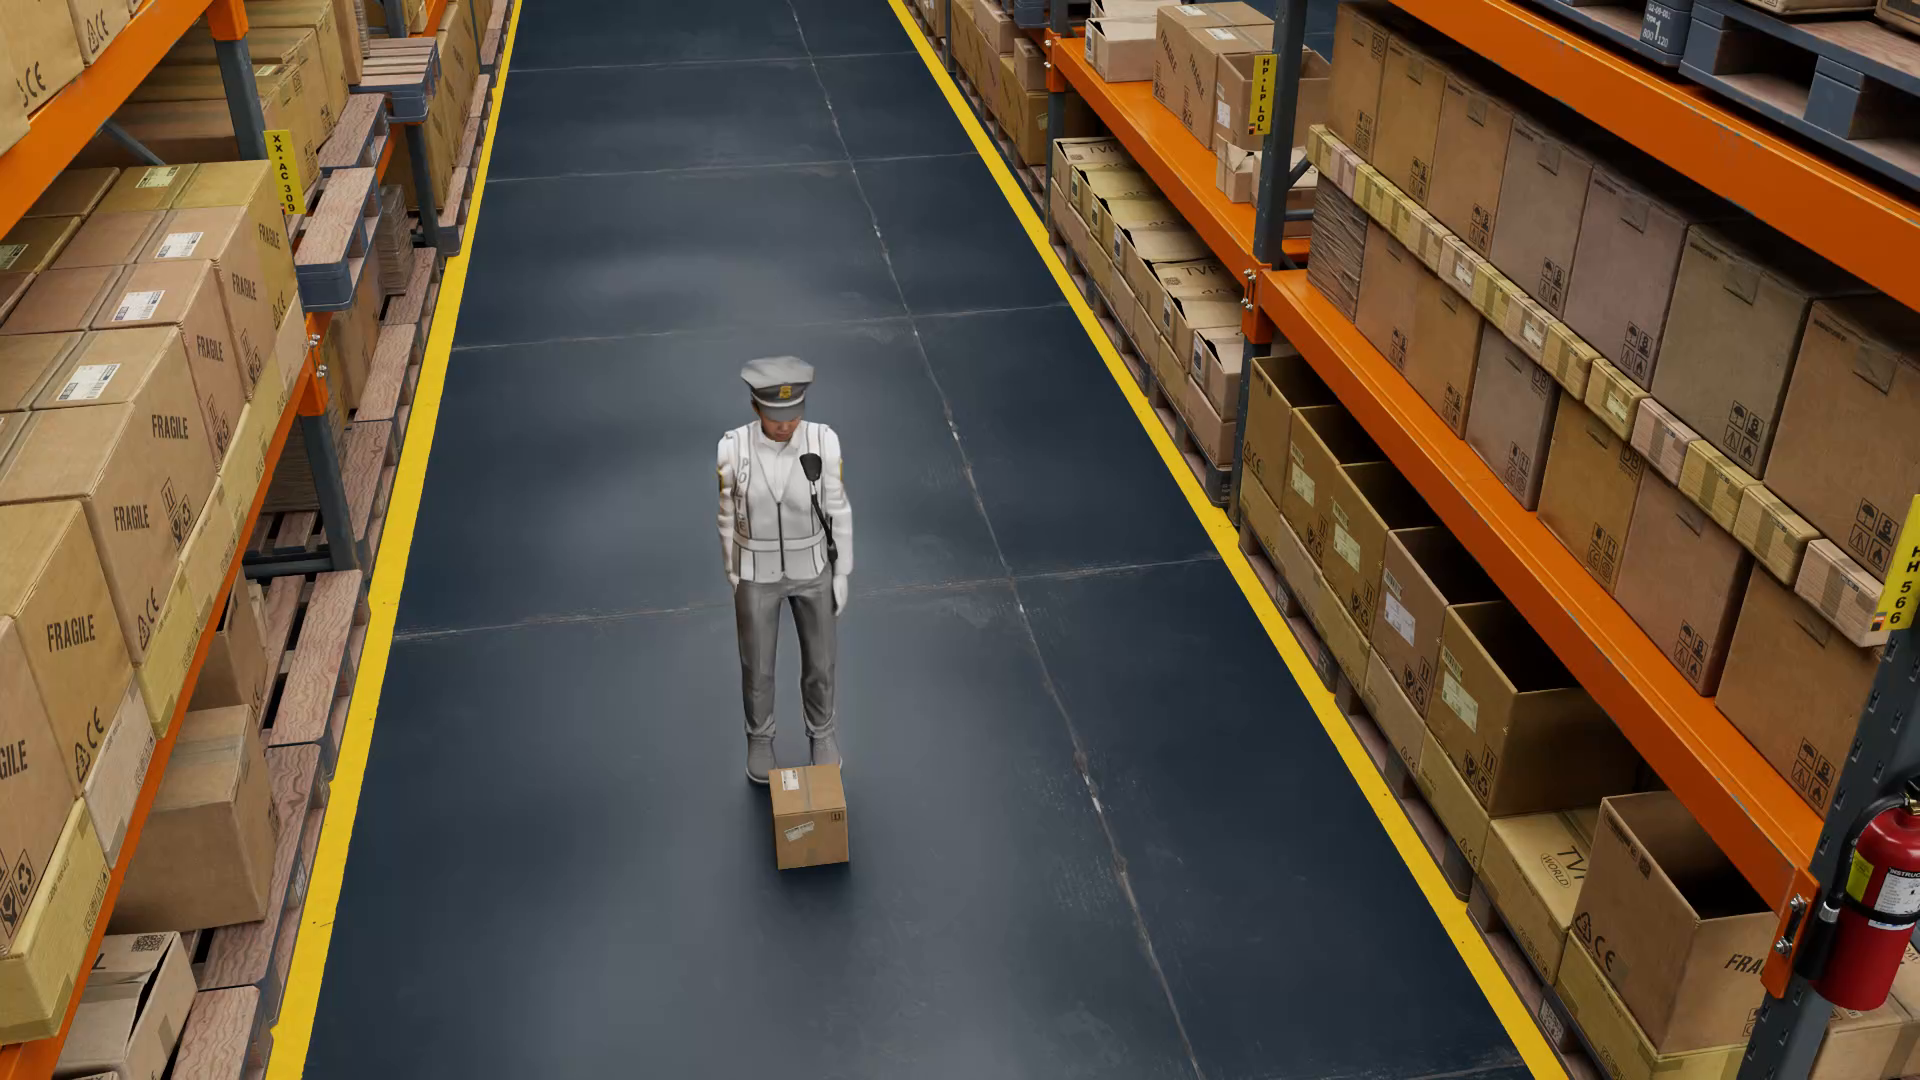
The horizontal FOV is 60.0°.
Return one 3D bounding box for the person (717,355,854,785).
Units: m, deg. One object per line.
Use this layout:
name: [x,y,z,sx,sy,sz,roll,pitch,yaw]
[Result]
person: [-0.608,0.130,5.921,0.470,1.664,0.328,-5,31,-8]
